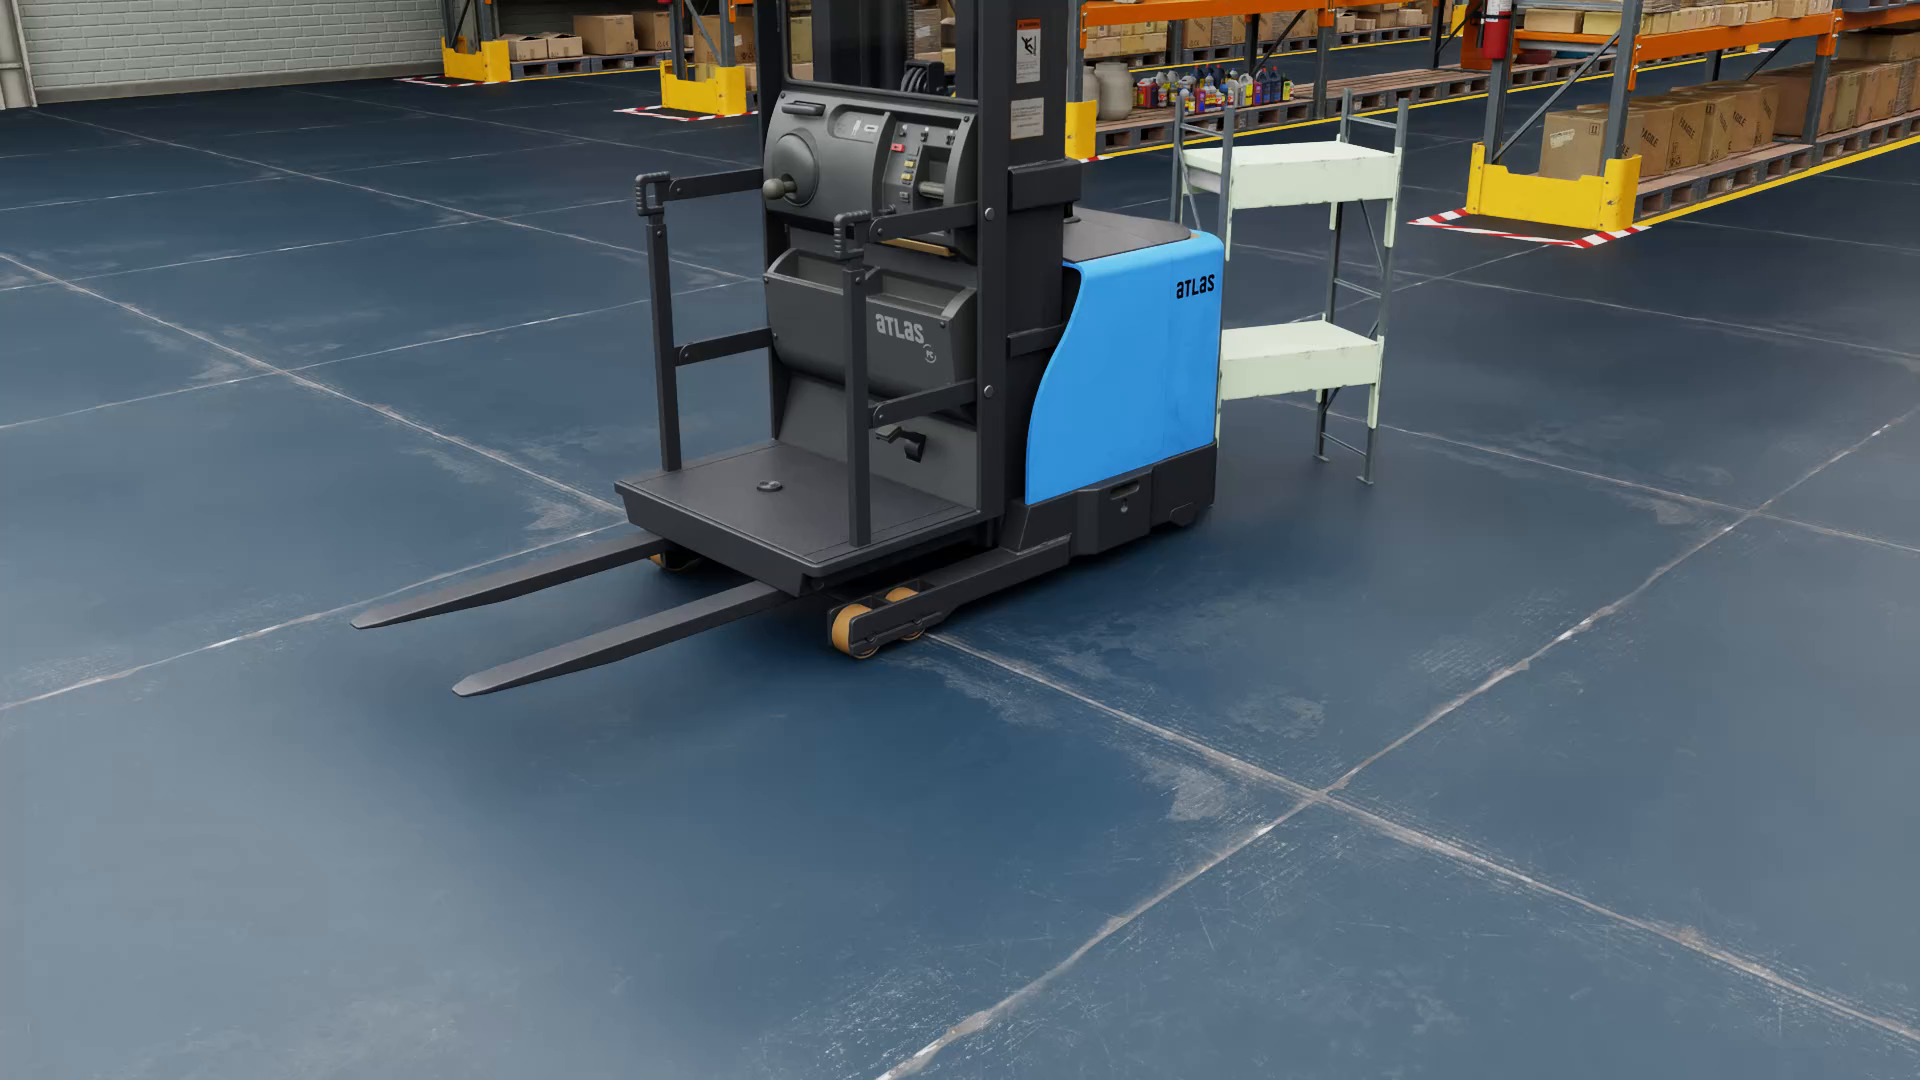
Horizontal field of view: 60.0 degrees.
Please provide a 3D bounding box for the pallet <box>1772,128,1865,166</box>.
[{"bbox_3d":[7.583,-3.662,15.307,1.003,0.211,1.213,19,28,41],"label":"pallet"}]

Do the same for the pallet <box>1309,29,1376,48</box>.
[{"bbox_3d":[6.007,-8.174,27.048,1.003,0.211,1.213,19,28,41],"label":"pallet"}]

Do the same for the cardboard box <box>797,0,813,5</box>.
[{"bbox_3d":[-2.439,-8.313,25.347,0.500,0.250,0.500,18,28,39],"label":"cardboard box"}]

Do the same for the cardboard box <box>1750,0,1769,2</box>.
[{"bbox_3d":[6.032,-4.575,13.242,0.875,0.500,0.500,19,28,41],"label":"cardboard box"}]

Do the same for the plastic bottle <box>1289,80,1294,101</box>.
[{"bbox_3d":[3.463,-4.731,17.488,0.097,0.201,0.097,0,21,0],"label":"plastic bottle"}]

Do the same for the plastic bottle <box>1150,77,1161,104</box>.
[{"bbox_3d":[1.961,-4.584,17.003,0.152,0.276,0.135,18,28,39],"label":"plastic bottle"}]

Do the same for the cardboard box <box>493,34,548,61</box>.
[{"bbox_3d":[-5.849,-6.560,22.094,0.500,0.311,0.500,15,26,35],"label":"cardboard box"}]

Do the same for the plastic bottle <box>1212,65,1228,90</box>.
[{"bbox_3d":[2.735,-4.832,17.544,0.144,0.351,0.185,19,28,41],"label":"plastic bottle"}]

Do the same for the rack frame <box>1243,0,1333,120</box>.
[{"bbox_3d":[3.492,-6.003,17.511,1.000,3.000,0.127,19,28,41],"label":"rack frame"}]

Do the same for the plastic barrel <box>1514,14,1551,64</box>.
[{"bbox_3d":[7.400,-6.522,21.637,0.600,0.588,0.708,19,28,41],"label":"plastic barrel"}]

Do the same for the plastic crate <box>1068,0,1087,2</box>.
[{"bbox_3d":[0.837,-5.109,15.392,0.499,0.251,0.616,19,28,41],"label":"plastic crate"}]

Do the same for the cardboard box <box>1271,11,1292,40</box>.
[{"bbox_3d":[4.687,-7.886,25.282,0.500,0.500,0.500,20,29,41],"label":"cardboard box"}]

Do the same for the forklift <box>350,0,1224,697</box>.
[{"bbox_3d":[-0.454,-1.212,5.142,3.031,2.935,1.130,-19,28,-40],"label":"forklift"}]

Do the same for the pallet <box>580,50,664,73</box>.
[{"bbox_3d":[-4.900,-6.684,23.170,1.003,0.211,1.213,19,28,41],"label":"pallet"}]

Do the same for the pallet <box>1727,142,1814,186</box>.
[{"bbox_3d":[6.598,-3.280,14.314,1.003,0.211,1.213,19,28,41],"label":"pallet"}]

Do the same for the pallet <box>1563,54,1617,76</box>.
[{"bbox_3d":[8.505,-6.569,22.872,1.003,0.211,1.213,19,28,41],"label":"pallet"}]

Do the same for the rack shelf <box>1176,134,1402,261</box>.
[{"bbox_3d":[1.229,-1.304,6.288,0.720,0.370,0.431,-8,22,-20],"label":"rack shelf"}]

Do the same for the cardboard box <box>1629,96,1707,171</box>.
[{"bbox_3d":[5.541,-3.239,13.219,0.500,0.500,0.500,-17,27,-37],"label":"cardboard box"}]

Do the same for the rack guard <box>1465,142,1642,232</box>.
[{"bbox_3d":[4.304,-2.587,12.110,1.175,0.500,0.348,19,28,41],"label":"rack guard"}]

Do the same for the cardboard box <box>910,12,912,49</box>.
[{"bbox_3d":[-0.924,-6.077,19.906,0.500,0.500,0.500,19,28,41],"label":"cardboard box"}]

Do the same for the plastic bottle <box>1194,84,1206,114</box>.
[{"bbox_3d":[2.361,-4.353,16.393,0.133,0.283,0.061,-20,28,-41],"label":"plastic bottle"}]

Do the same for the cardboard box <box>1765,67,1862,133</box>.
[{"bbox_3d":[7.831,-4.072,15.358,0.700,0.500,0.500,19,28,40],"label":"cardboard box"}]

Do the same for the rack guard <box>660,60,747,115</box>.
[{"bbox_3d":[-2.861,-5.042,18.496,1.175,0.500,0.348,19,28,41],"label":"rack guard"}]

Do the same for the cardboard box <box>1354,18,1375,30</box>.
[{"bbox_3d":[6.571,-8.461,27.243,0.380,0.166,0.250,19,28,41],"label":"cardboard box"}]

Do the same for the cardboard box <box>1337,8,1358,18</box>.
[{"bbox_3d":[6.244,-8.660,27.560,0.500,0.311,0.500,19,28,41],"label":"cardboard box"}]

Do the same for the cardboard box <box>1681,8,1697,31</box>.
[{"bbox_3d":[5.153,-3.820,12.184,0.380,0.149,0.250,19,28,41],"label":"cardboard box"}]

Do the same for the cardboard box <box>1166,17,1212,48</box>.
[{"bbox_3d":[3.259,-7.356,23.902,0.500,0.500,0.500,-19,28,-40],"label":"cardboard box"}]

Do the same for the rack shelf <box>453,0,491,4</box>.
[{"bbox_3d":[-5.001,-7.632,22.753,1.077,0.370,4.000,19,28,41],"label":"rack shelf"}]

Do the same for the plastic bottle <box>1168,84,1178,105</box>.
[{"bbox_3d":[2.191,-4.574,17.080,0.097,0.201,0.097,0,21,0],"label":"plastic bottle"}]

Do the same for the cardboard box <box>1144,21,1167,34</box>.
[{"bbox_3d":[2.548,-7.250,23.220,0.500,0.311,0.500,-19,28,-41],"label":"cardboard box"}]

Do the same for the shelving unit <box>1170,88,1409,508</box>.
[{"bbox_3d":[1.229,-0.940,6.428,0.755,1.500,0.431,-8,22,-20],"label":"shelving unit"}]

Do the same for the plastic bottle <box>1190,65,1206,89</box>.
[{"bbox_3d":[2.500,-4.819,17.511,0.144,0.351,0.185,18,27,38],"label":"plastic bottle"}]

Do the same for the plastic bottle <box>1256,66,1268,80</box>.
[{"bbox_3d":[3.146,-4.770,17.383,0.144,0.351,0.185,19,28,41],"label":"plastic bottle"}]

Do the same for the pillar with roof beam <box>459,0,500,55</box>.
[{"bbox_3d":[-3.443,-9.573,18.439,9.100,9.000,0.400,19,28,41],"label":"pillar with roof beam"}]

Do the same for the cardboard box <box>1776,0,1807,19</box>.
[{"bbox_3d":[6.609,-4.314,13.467,0.380,0.149,0.250,19,28,41],"label":"cardboard box"}]

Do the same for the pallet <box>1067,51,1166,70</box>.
[{"bbox_3d":[2.134,-6.768,23.389,1.003,0.211,1.213,19,28,41],"label":"pallet"}]

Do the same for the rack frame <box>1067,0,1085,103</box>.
[{"bbox_3d":[0.702,-4.974,14.836,1.000,3.000,0.127,19,28,41],"label":"rack frame"}]

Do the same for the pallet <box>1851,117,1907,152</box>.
[{"bbox_3d":[8.434,-3.977,16.127,1.003,0.211,1.213,19,28,41],"label":"pallet"}]

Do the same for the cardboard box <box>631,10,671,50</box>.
[{"bbox_3d":[-4.301,-7.244,23.611,0.500,0.500,0.500,17,27,37],"label":"cardboard box"}]

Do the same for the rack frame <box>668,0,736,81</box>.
[{"bbox_3d":[-2.844,-6.215,18.063,1.000,3.000,0.127,19,28,41],"label":"rack frame"}]

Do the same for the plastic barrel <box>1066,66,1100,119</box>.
[{"bbox_3d":[1.106,-4.197,15.696,0.421,0.512,0.421,0,21,0],"label":"plastic barrel"}]

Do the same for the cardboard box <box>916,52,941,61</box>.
[{"bbox_3d":[-0.577,-5.856,20.376,0.500,0.250,0.500,19,28,41],"label":"cardboard box"}]

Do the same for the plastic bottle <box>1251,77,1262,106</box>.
[{"bbox_3d":[3.032,-4.601,17.036,0.133,0.283,0.061,-18,27,-39],"label":"plastic bottle"}]

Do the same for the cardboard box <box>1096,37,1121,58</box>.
[{"bbox_3d":[1.834,-6.726,22.640,0.500,0.250,0.500,-19,28,-41],"label":"cardboard box"}]

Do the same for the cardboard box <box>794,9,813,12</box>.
[{"bbox_3d":[-1.647,-6.079,19.911,0.500,0.500,0.500,19,28,41],"label":"cardboard box"}]

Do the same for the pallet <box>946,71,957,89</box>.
[{"bbox_3d":[-0.639,-5.748,20.734,1.003,0.211,1.213,19,28,41],"label":"pallet"}]

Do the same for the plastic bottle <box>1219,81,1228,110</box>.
[{"bbox_3d":[2.640,-4.460,16.687,0.097,0.271,0.097,0,21,0],"label":"plastic bottle"}]

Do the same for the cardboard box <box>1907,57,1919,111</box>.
[{"bbox_3d":[9.379,-4.653,16.869,0.700,0.500,0.500,17,27,38],"label":"cardboard box"}]

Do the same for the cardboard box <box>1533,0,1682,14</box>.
[{"bbox_3d":[4.654,-4.055,11.889,0.875,0.500,0.500,19,28,41],"label":"cardboard box"}]

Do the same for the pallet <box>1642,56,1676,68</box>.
[{"bbox_3d":[9.558,-6.956,23.878,1.003,0.211,1.213,19,28,41],"label":"pallet"}]
